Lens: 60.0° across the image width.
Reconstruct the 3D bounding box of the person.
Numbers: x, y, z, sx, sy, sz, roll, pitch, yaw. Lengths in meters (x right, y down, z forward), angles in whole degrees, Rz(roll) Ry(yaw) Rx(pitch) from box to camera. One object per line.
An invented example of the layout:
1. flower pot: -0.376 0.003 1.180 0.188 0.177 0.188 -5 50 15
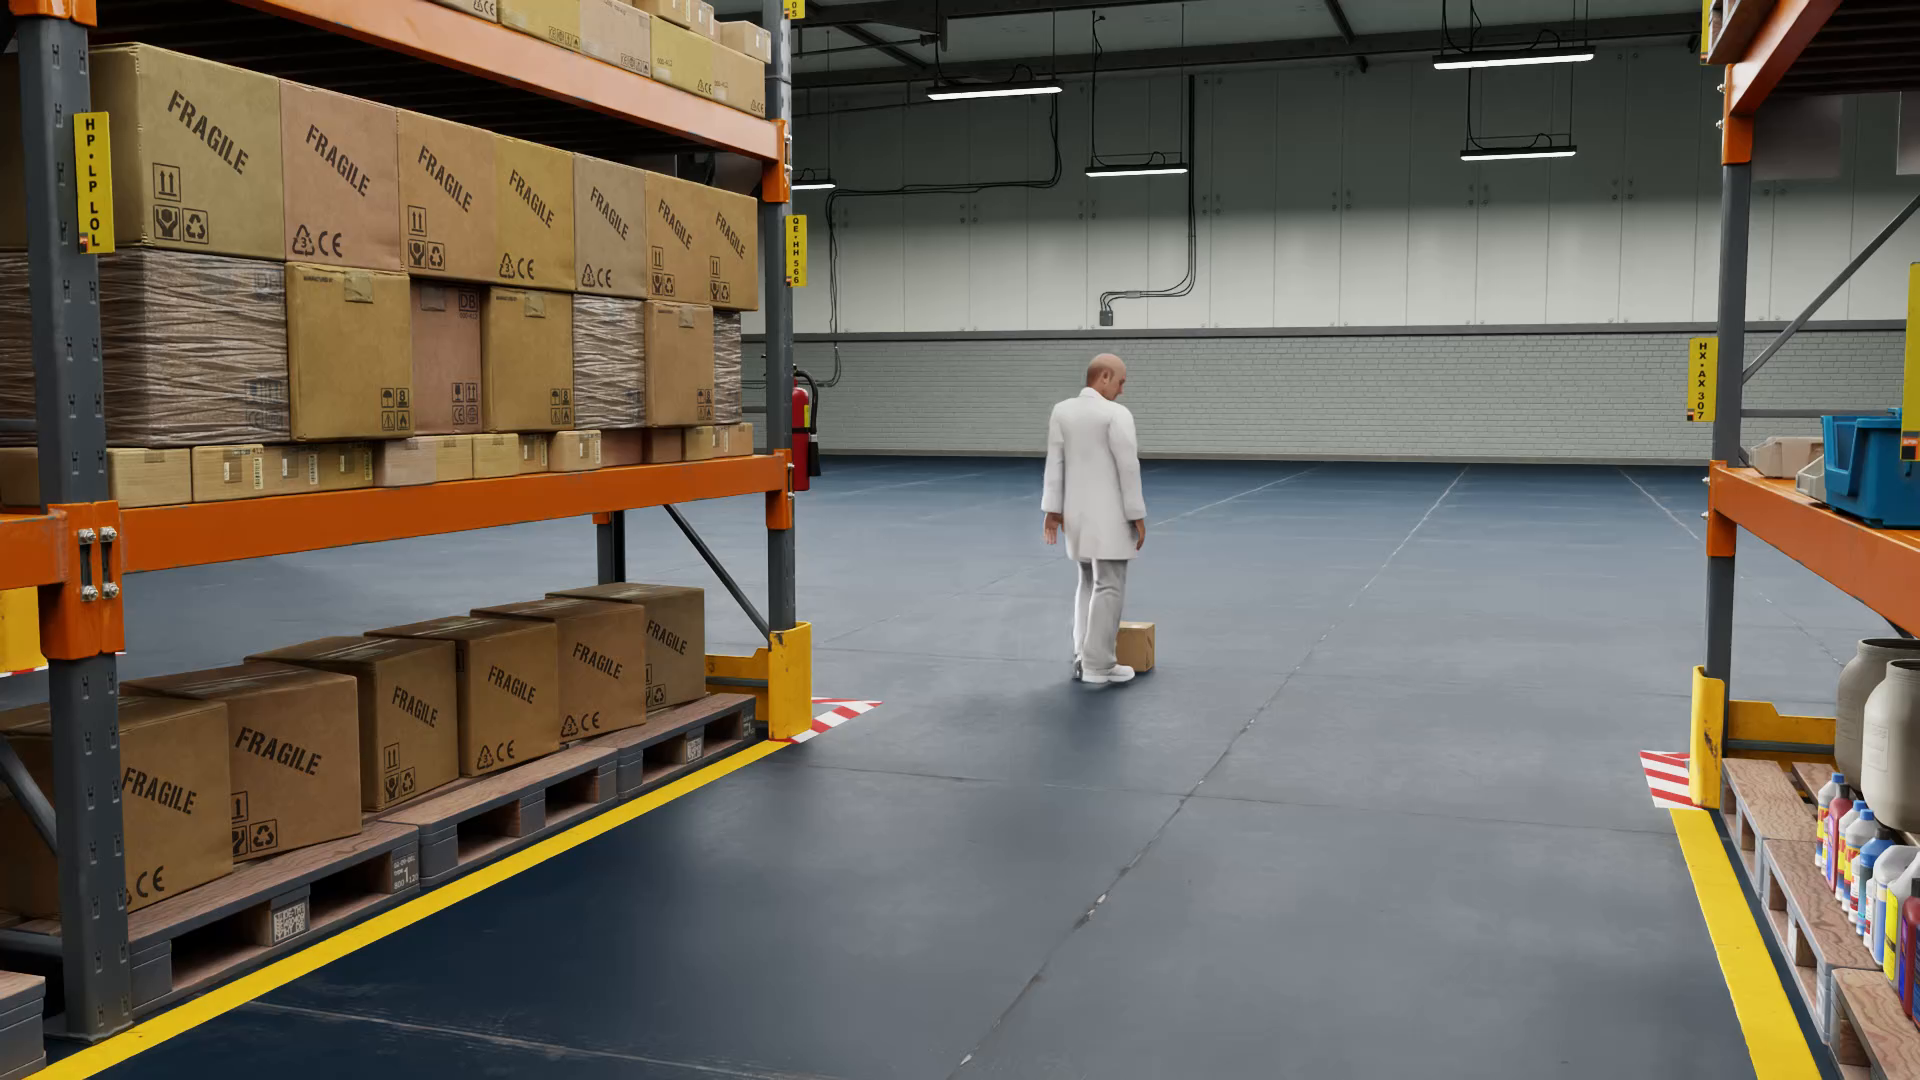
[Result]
1. person: 0.771 -0.082 9.015 0.621 1.848 0.428 5 7 44
